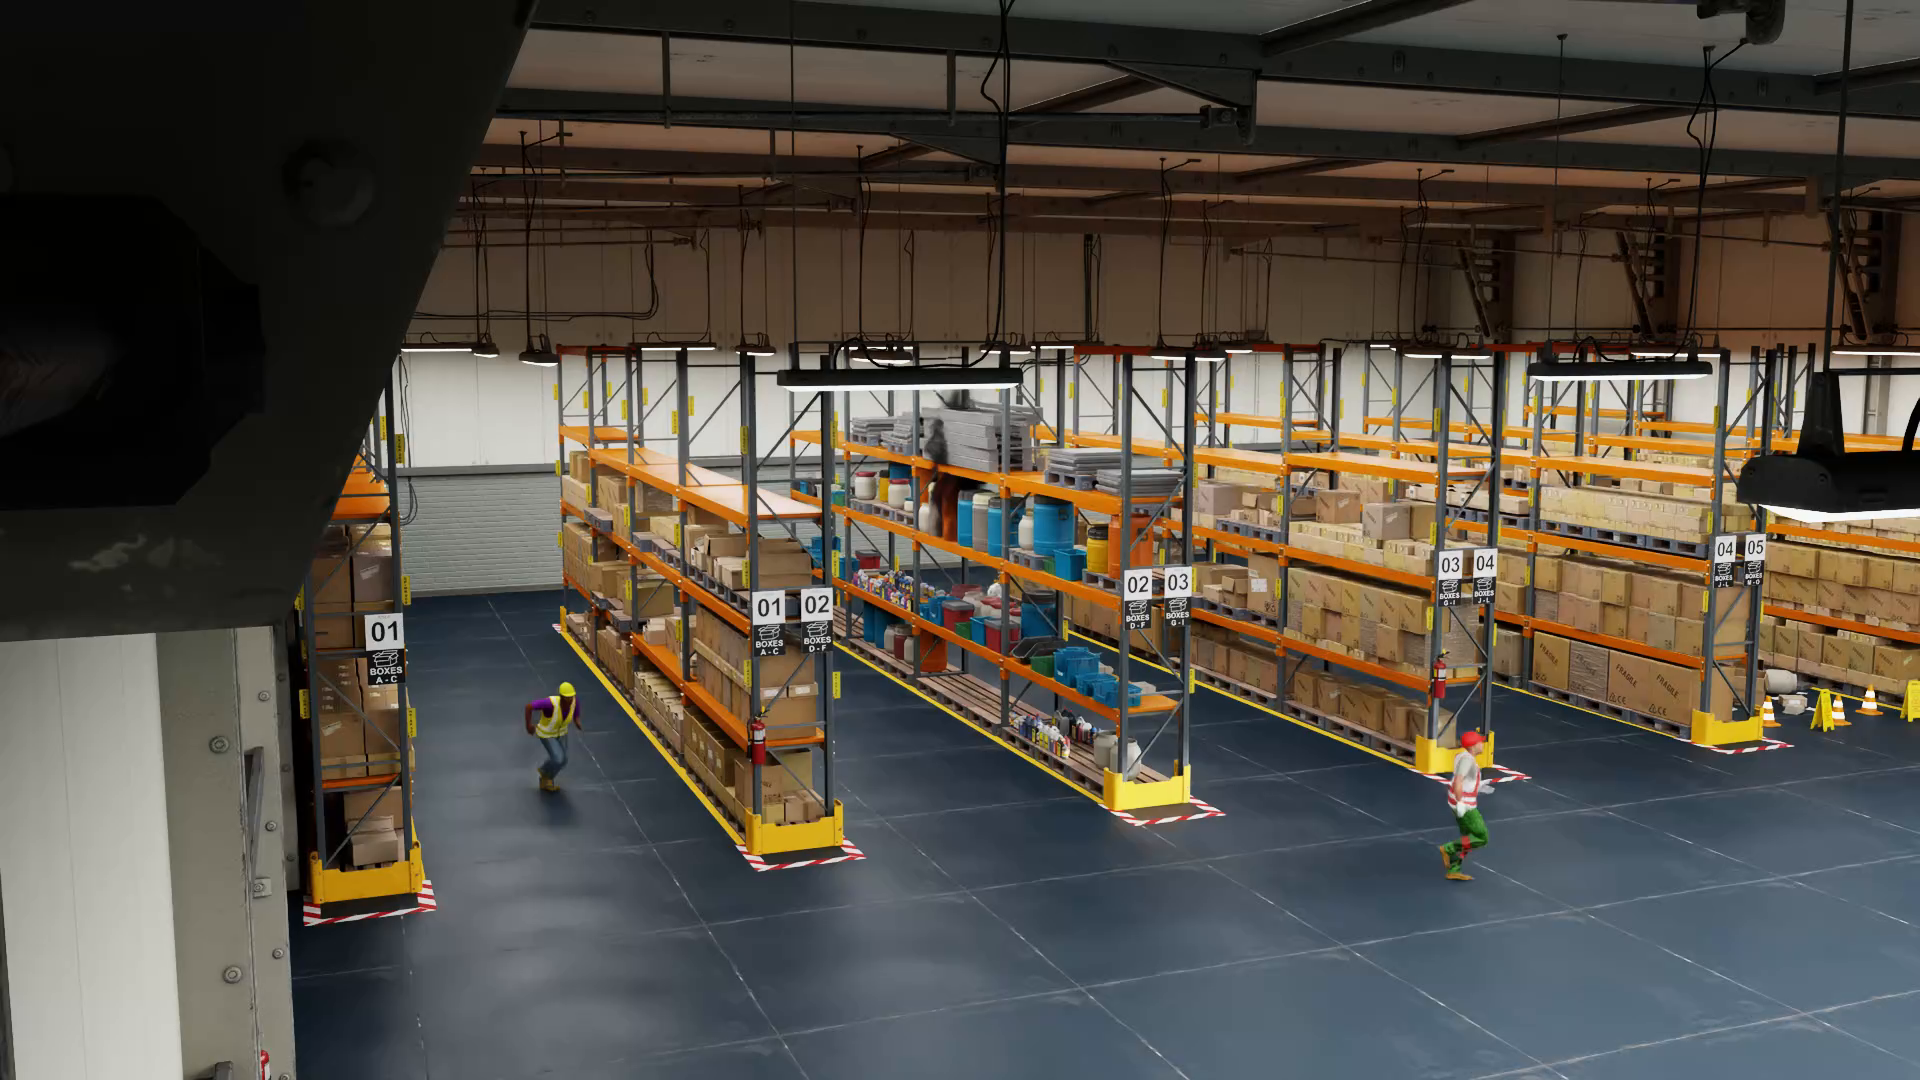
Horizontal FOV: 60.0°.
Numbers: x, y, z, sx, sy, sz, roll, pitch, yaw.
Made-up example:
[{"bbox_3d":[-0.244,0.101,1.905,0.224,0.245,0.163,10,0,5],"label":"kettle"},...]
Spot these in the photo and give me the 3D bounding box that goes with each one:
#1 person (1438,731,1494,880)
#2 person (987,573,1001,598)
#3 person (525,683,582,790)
[{"bbox_3d":[5.827,3.057,19.110,0.638,1.732,0.660,1,7,6],"label":"person"},{"bbox_3d":[0.693,1.405,32.434,0.609,1.694,0.922,-4,8,-26],"label":"person"},{"bbox_3d":[-5.509,2.688,22.592,0.838,1.578,0.734,6,10,41],"label":"person"}]
